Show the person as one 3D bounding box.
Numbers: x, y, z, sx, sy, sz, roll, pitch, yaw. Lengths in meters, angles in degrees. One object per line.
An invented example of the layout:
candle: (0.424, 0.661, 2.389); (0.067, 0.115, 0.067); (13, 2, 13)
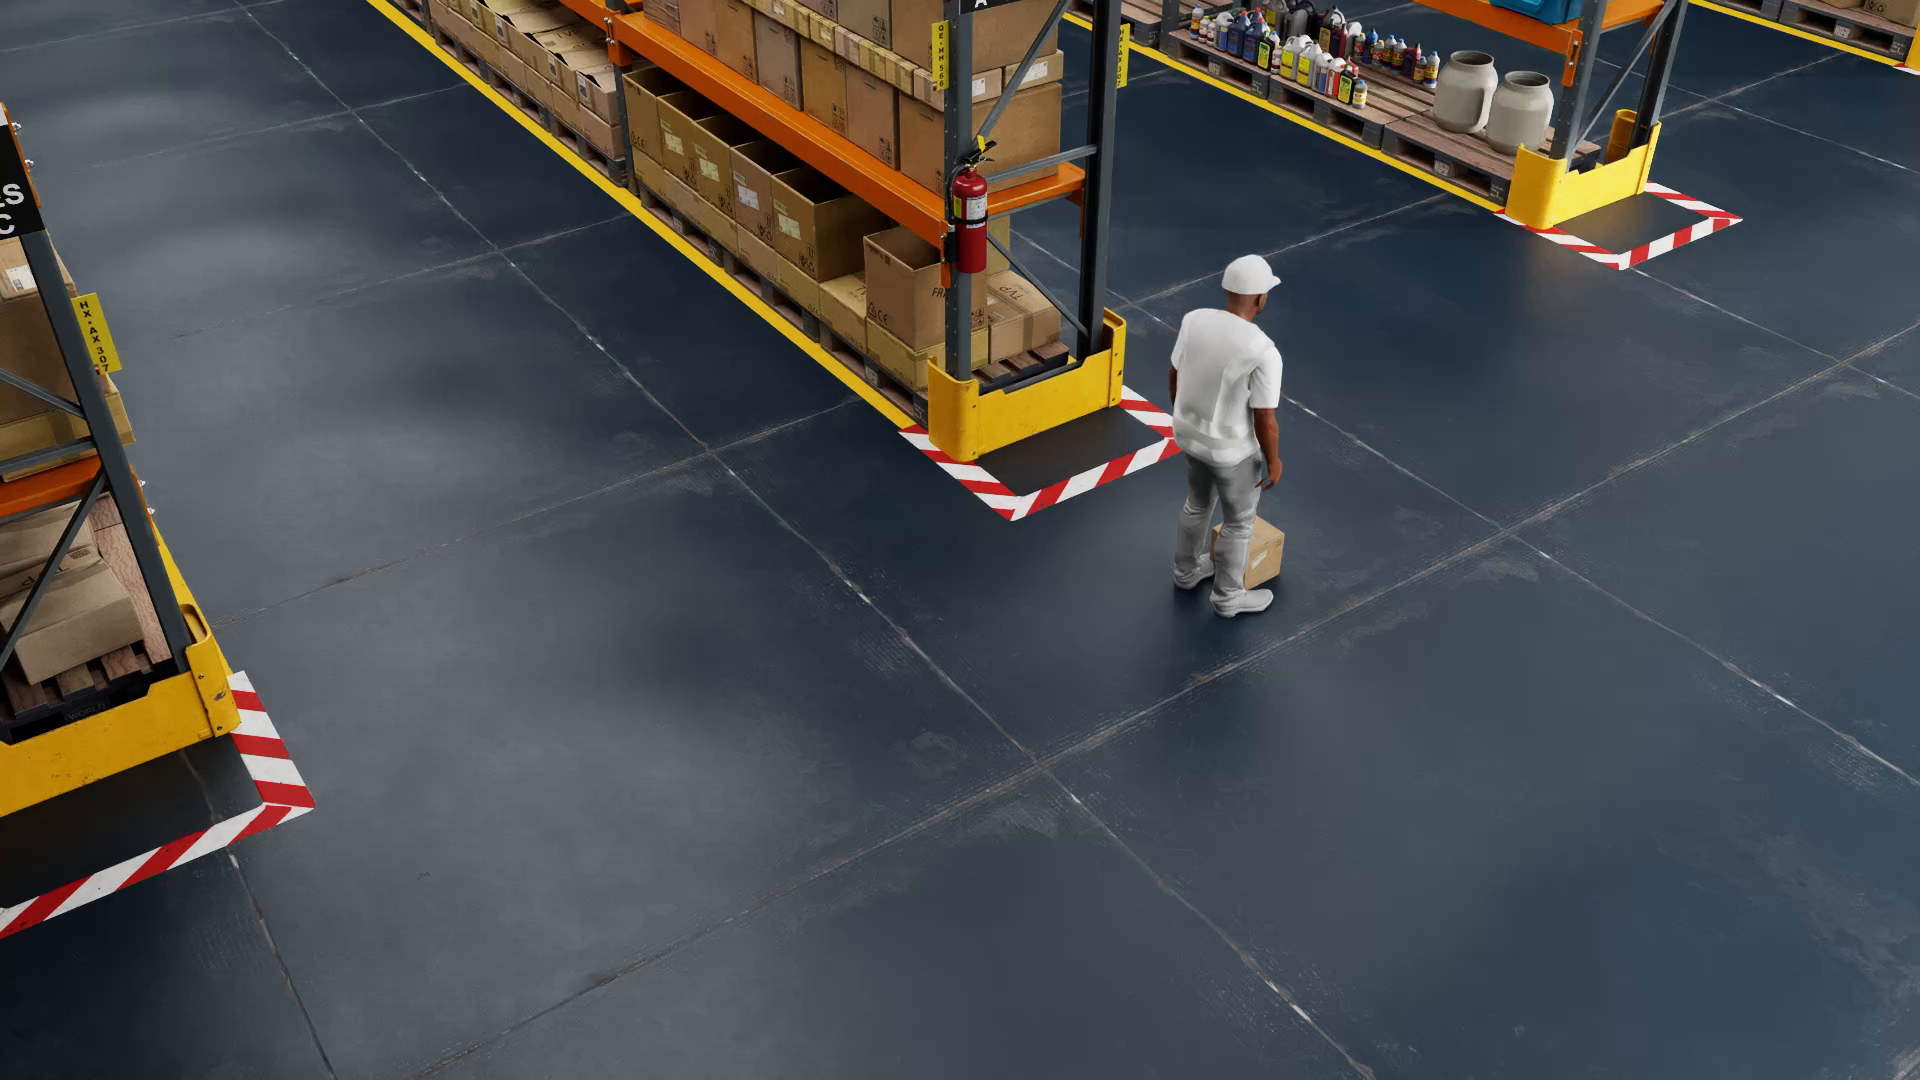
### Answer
person: (1.219, -0.476, 7.639); (0.460, 1.759, 0.634); (-25, 43, -30)
